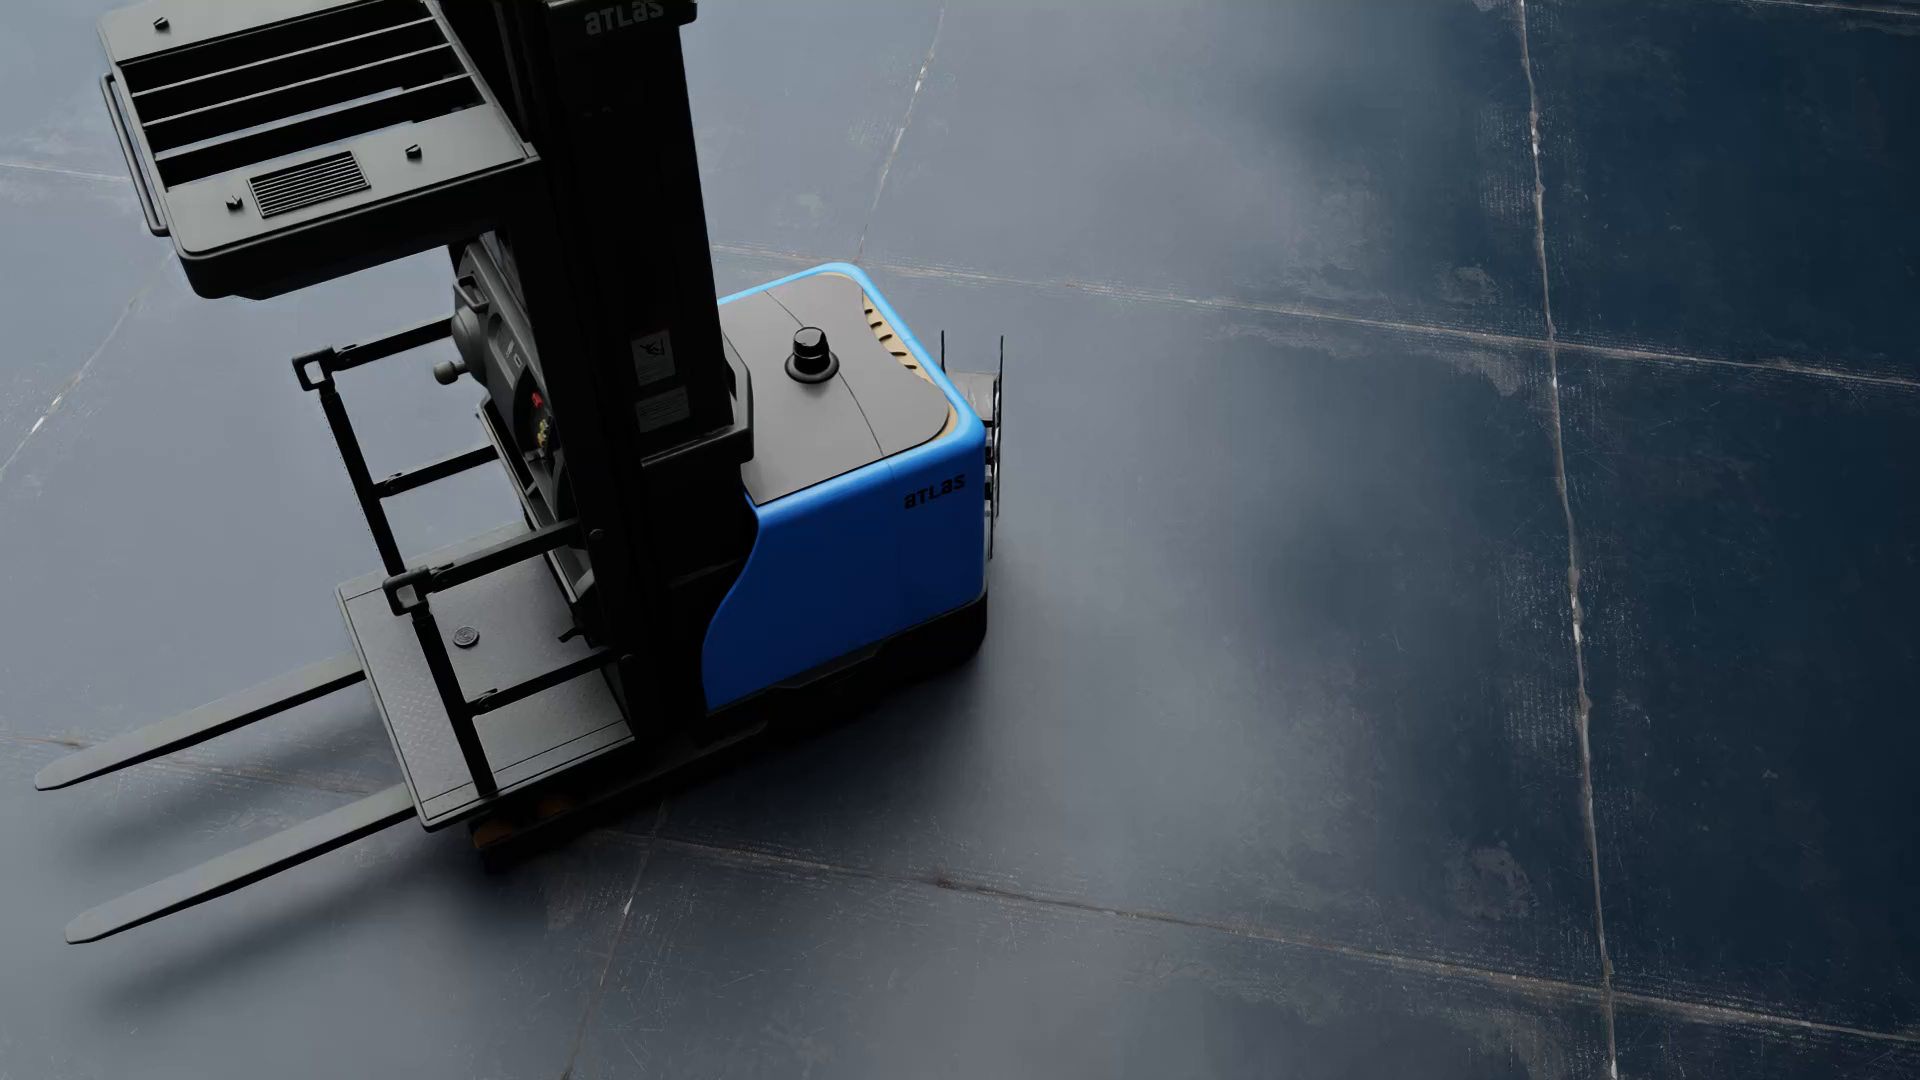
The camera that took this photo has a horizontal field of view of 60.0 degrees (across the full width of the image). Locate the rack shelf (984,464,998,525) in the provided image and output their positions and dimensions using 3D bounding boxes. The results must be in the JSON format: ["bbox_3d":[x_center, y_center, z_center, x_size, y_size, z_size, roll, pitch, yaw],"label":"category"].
[{"bbox_3d":[0.028,-0.180,6.093,0.200,0.077,0.258,5,48,5],"label":"rack shelf"}]

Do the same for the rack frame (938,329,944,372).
[{"bbox_3d":[-0.073,-0.331,5.943,0.006,0.900,0.240,5,48,5],"label":"rack frame"}]

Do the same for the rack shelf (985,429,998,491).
[{"bbox_3d":[0.028,-0.300,5.959,0.200,0.077,0.258,5,48,5],"label":"rack shelf"}]

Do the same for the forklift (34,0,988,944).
[{"bbox_3d":[-1.449,-0.397,4.636,3.031,2.935,1.130,-22,52,-19],"label":"forklift"}]

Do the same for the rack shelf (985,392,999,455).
[{"bbox_3d":[0.028,-0.420,5.825,0.200,0.077,0.258,5,48,5],"label":"rack shelf"}]

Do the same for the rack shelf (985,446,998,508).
[{"bbox_3d":[0.028,-0.240,6.026,0.200,0.077,0.258,5,48,5],"label":"rack shelf"}]

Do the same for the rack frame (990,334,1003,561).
[{"bbox_3d":[0.129,-0.313,5.926,0.006,0.900,0.240,5,48,5],"label":"rack frame"}]

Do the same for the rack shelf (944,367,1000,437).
[{"bbox_3d":[0.028,-0.480,5.758,0.200,0.077,0.258,5,48,5],"label":"rack shelf"}]

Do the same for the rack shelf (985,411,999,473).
[{"bbox_3d":[0.028,-0.360,5.892,0.200,0.077,0.258,5,48,5],"label":"rack shelf"}]

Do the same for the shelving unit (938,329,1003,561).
[{"bbox_3d":[0.028,-0.322,5.934,0.210,0.900,0.258,5,48,5],"label":"shelving unit"}]
